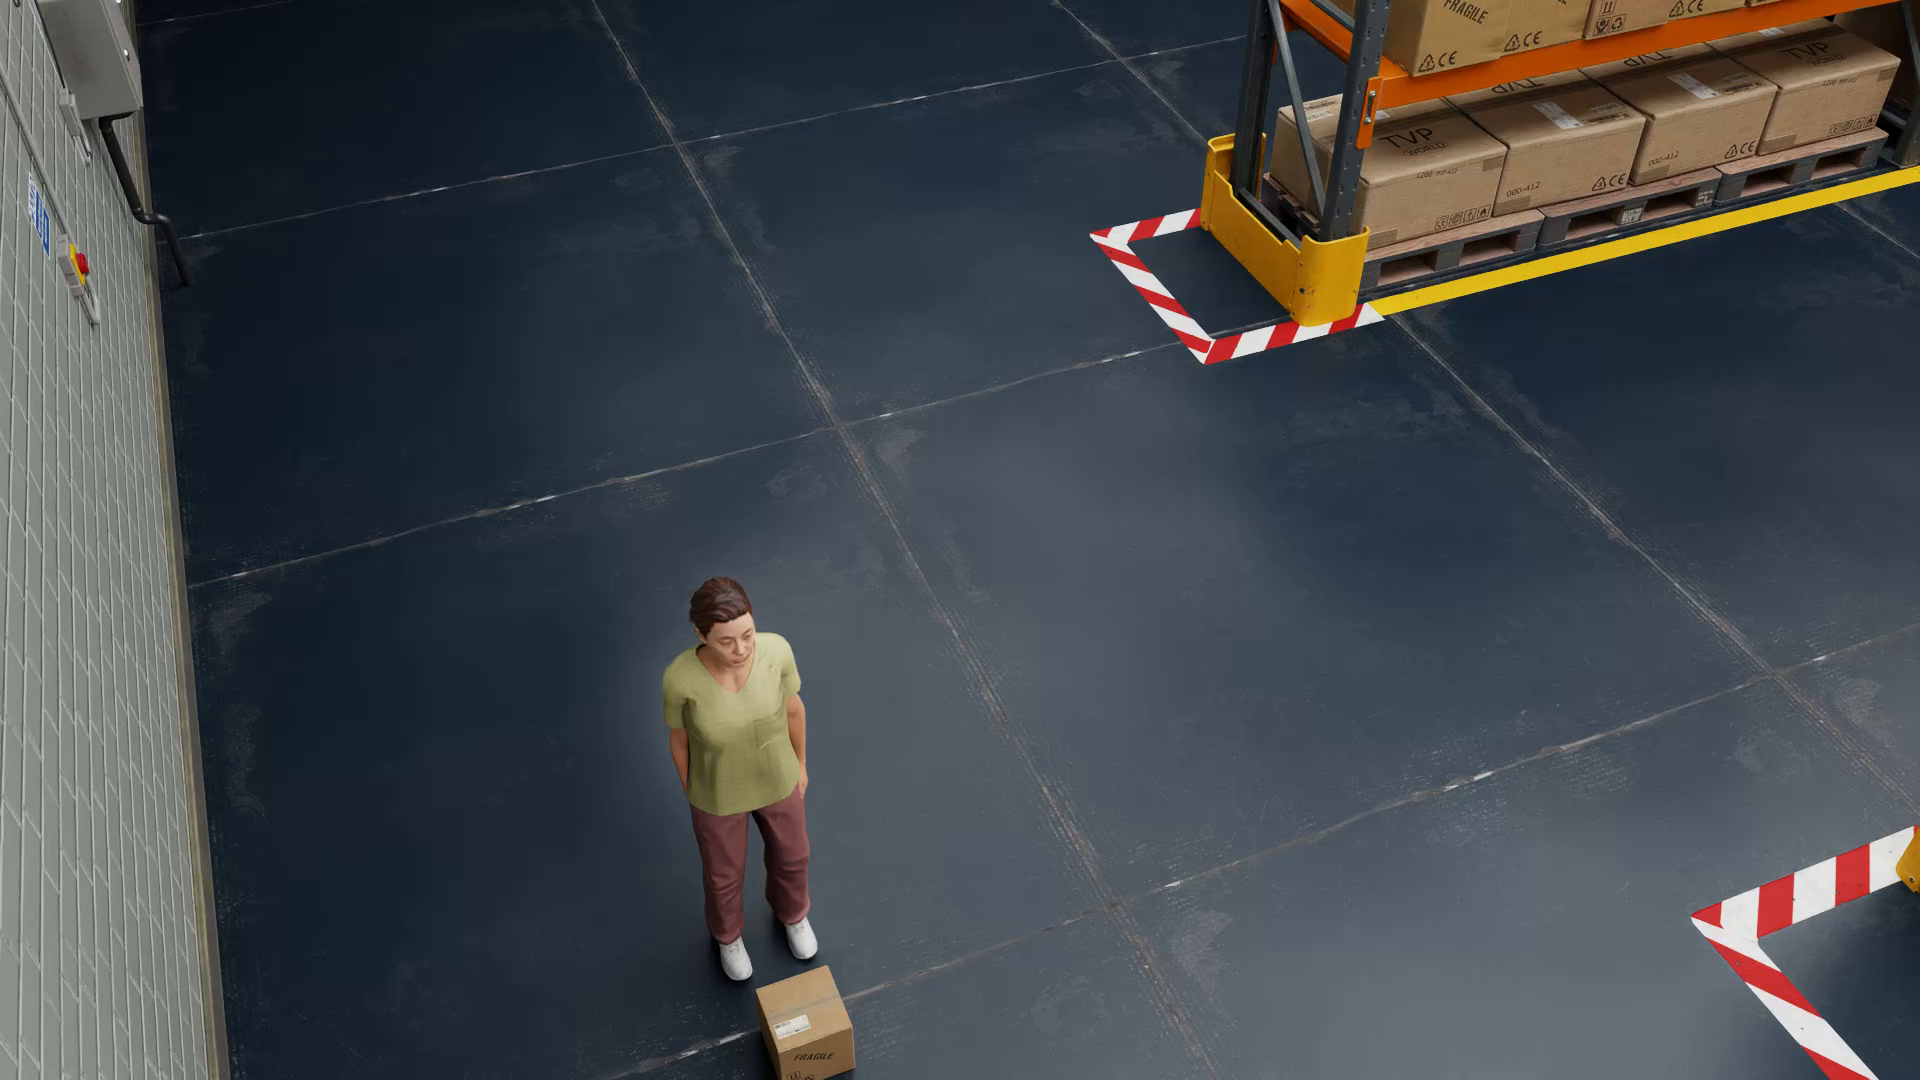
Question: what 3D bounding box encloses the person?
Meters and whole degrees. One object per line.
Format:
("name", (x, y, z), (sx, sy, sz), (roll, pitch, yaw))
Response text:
("person", (-0.686, 0.767, 5.314), (0.438, 1.667, 0.357), (-14, 44, -16))
